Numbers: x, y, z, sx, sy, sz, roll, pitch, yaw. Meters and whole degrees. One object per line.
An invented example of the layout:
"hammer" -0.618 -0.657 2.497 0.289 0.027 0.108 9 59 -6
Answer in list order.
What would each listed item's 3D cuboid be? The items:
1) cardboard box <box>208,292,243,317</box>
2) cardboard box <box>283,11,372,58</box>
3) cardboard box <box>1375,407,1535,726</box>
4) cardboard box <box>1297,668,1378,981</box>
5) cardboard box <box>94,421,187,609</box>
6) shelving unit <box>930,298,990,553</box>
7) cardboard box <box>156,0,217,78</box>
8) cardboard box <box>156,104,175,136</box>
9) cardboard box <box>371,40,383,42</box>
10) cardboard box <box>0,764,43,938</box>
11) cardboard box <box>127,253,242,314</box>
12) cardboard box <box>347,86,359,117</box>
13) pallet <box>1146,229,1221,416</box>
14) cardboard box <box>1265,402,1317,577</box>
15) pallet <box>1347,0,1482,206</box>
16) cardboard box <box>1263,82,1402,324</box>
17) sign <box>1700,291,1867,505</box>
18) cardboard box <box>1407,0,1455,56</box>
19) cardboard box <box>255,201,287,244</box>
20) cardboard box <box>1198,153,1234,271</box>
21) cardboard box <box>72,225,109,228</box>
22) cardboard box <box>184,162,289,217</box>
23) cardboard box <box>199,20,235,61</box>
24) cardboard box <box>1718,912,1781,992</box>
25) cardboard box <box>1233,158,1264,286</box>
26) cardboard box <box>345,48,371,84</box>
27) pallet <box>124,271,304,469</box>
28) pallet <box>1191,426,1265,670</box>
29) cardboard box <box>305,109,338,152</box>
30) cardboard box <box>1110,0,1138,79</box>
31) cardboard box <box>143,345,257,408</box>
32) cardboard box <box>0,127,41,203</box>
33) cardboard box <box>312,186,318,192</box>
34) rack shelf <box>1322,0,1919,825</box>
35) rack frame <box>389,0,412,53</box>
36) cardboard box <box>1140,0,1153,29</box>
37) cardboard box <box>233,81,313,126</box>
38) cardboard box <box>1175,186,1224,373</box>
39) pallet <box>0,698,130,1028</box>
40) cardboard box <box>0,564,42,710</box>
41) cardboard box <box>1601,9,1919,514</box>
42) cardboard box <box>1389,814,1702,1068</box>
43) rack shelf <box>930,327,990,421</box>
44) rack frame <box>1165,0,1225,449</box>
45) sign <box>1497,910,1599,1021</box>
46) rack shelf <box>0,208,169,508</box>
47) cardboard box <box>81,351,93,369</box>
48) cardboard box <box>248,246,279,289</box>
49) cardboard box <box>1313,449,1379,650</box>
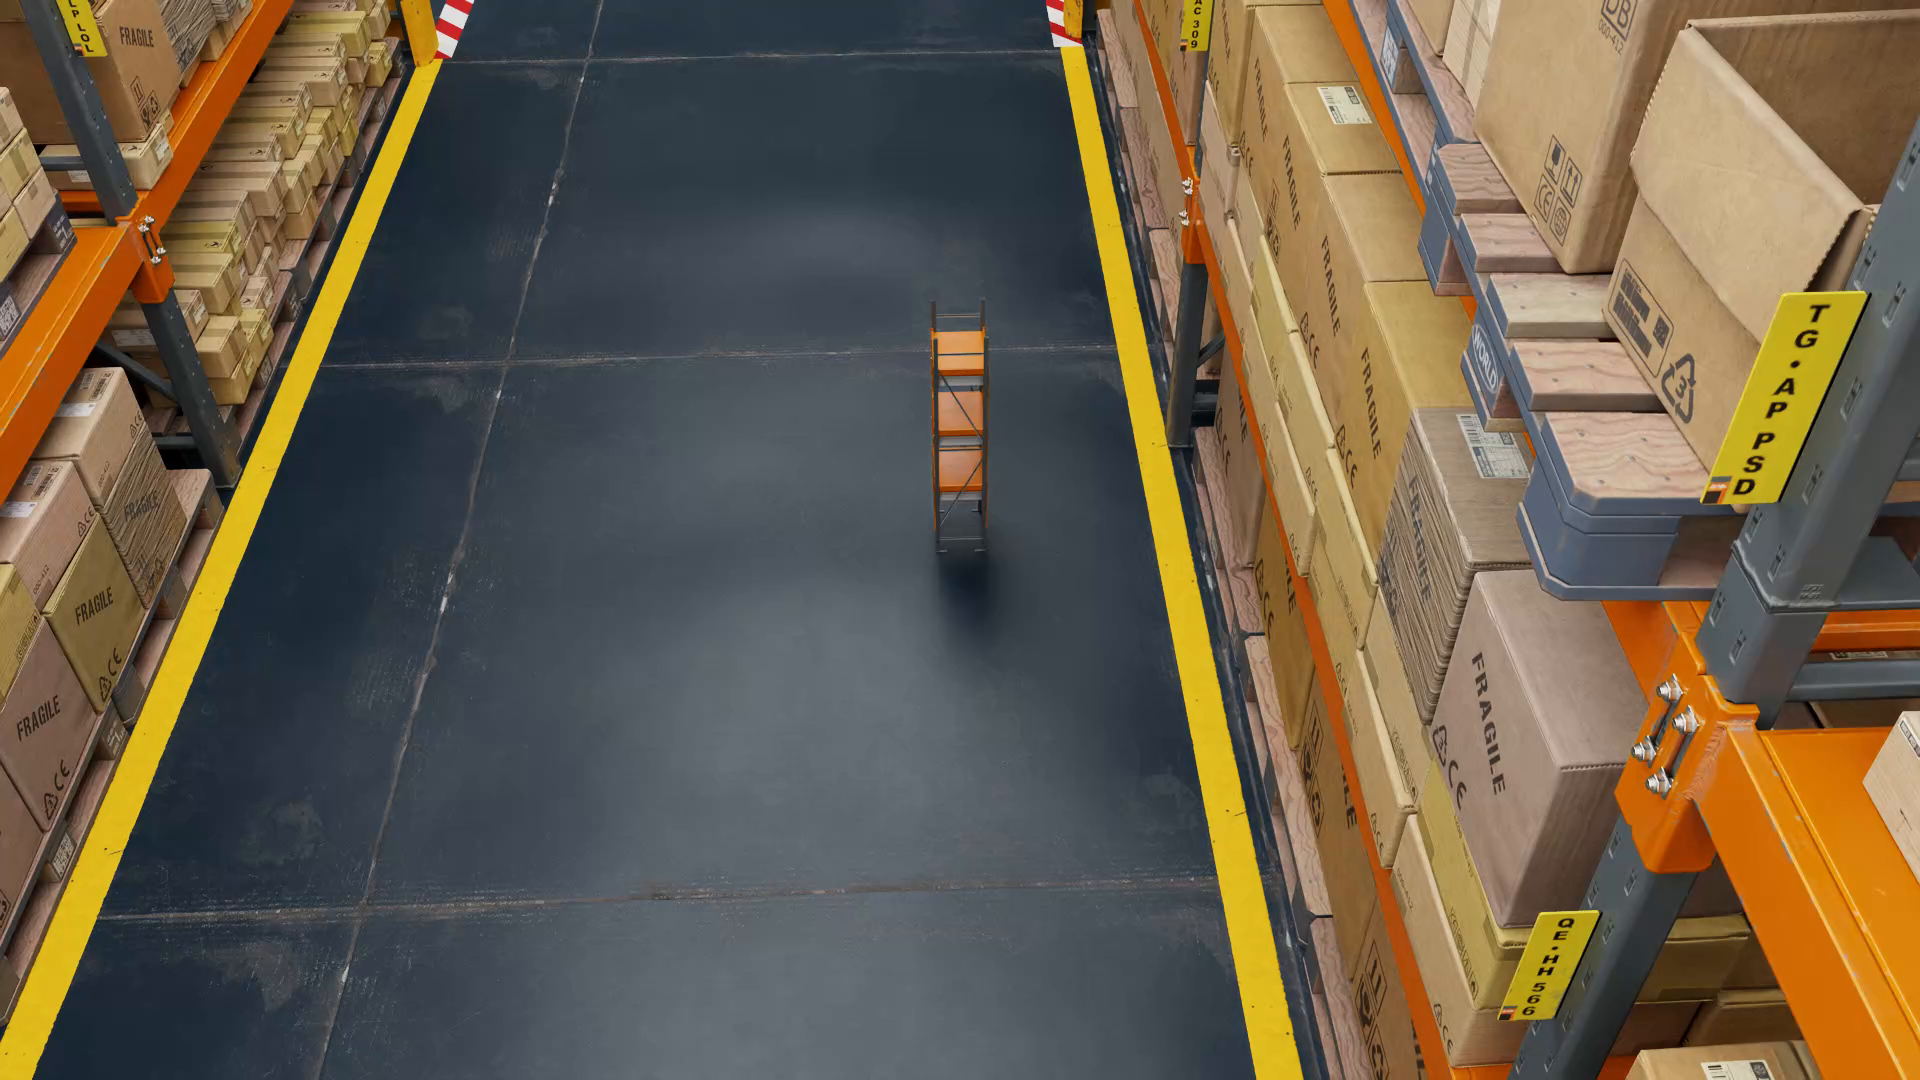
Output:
"cardboard box" -3.341 -0.979 7.177 0.380 0.149 0.250 -1 43 -1
"cardboard box" -3.348 -2.675 8.807 0.380 0.149 0.250 -3 43 -3
"cardboard box" 1.253 0.053 3.658 0.500 0.500 0.500 -1 43 -1
"cardboard box" 1.586 0.704 5.024 0.875 0.875 0.875 -1 43 -1
"cardboard box" -3.262 -0.085 6.161 0.500 0.500 0.500 -2 43 -3
"shelving unit" -0.002 -0.423 6.435 0.215 1.050 0.252 -2 43 -2
"cardboard box" -3.342 -2.166 6.599 0.500 0.500 0.500 -2 43 -2
"cardboard box" -3.315 -1.624 6.488 0.380 0.149 0.250 0 43 -1
"cardboard box" -3.484 -2.798 9.382 0.380 0.149 0.250 -1 43 -1
"cardboard box" -3.202 0.953 5.030 0.500 0.500 0.500 -3 43 -3
"cardboard box" -3.305 -1.093 7.081 0.380 0.149 0.250 0 43 0
"cardboard box" -3.423 -2.281 8.817 0.380 0.149 0.250 -1 43 -1
"pallet" 1.442 -1.042 7.730 1.003 0.211 1.213 -2 43 -2
"cardboard box" 1.193 -0.160 4.816 0.500 0.250 0.500 -2 43 -2
"pallet" 1.435 -1.078 3.626 1.003 0.211 1.213 0 43 0
"cardboard box" 1.196 -0.973 4.777 0.500 0.500 0.500 -3 43 -3
"sign" 1.011 -0.169 2.053 0.100 0.325 0.005 -2 43 -2
"cardboard box" 1.202 -1.332 3.379 0.500 0.500 0.500 -1 43 -1
"cardboard box" -3.384 -1.511 7.758 0.380 0.149 0.250 0 43 0
"cardboard box" 1.151 -1.194 5.944 0.500 0.250 0.500 -3 43 -3
"cardboard box" -3.888 -1.239 7.240 0.380 0.149 0.250 -2 43 -2
"cardboard box" -3.328 -1.612 7.647 0.380 0.149 0.250 -1 43 -1
"cardboard box" -3.330 -2.158 7.071 0.380 0.149 0.250 -1 43 -1
"cardboard box" 1.791 0.668 3.542 0.500 0.250 0.500 -2 43 -2
"cardboard box" 1.183 -1.027 5.391 0.500 0.250 0.500 -1 43 -1
"cardboard box" -3.383 -2.559 8.900 0.380 0.149 0.250 -3 43 -4
"pallet" -3.609 -0.768 7.432 1.003 0.211 1.213 -2 43 -2
"pallet" 1.504 -0.007 6.602 1.003 0.211 1.213 -2 43 -2
"cardboard box" -3.356 -2.036 8.330 0.380 0.149 0.250 0 43 0
"cardboard box" 1.354 -3.022 9.412 0.875 0.438 0.875 -3 43 -3
"cardboard box" -3.239 -0.703 7.096 0.380 0.149 0.250 -3 43 -4
"cardboard box" -3.331 -1.253 5.552 0.380 0.149 0.250 0 43 0
"cardboard box" -3.423 -1.752 8.241 0.380 0.149 0.250 -1 43 -1
"rack shelf" 1.481 -1.044 3.982 1.077 0.370 4.000 -2 43 -2
"rack frame" -3.715 -4.044 8.942 1.000 3.000 0.127 -2 43 -2
"cardboard box" 1.058 -2.583 7.274 0.500 0.500 0.500 -2 43 -2
"cardboard box" -3.433 -2.137 8.220 0.380 0.149 0.250 -3 43 -3
"cardboard box" 1.477 -1.191 7.415 0.875 0.438 0.875 -2 43 -2
"pallet" -3.456 1.035 5.464 1.003 0.211 1.213 -2 43 -2
"cardboard box" -3.216 0.346 5.137 0.500 0.250 0.500 -3 43 -4
"cardboard box" 1.399 -0.402 2.362 0.797 0.503 0.637 -4 43 -4
"cardboard box" 1.285 0.868 3.694 0.500 0.250 0.500 -3 43 -3
"rack shelf" -0.002 -0.625 6.250 0.215 0.259 0.240 -2 43 -2
"rack frame" 1.396 -1.554 6.225 1.000 3.000 0.127 -2 43 -2
"sign" 1.012 0.738 2.868 0.100 0.325 0.005 -2 43 -2
"rack shelf" -3.460 0.272 4.766 1.077 0.370 4.000 -2 43 -2
"cardboard box" -3.876 -0.761 6.939 0.380 0.149 0.250 -1 43 -1
"cardboard box" -3.374 -1.218 7.658 0.380 0.149 0.250 -2 43 -3
"cardboard box" 1.224 0.007 4.264 0.500 0.250 0.500 -3 43 -3
